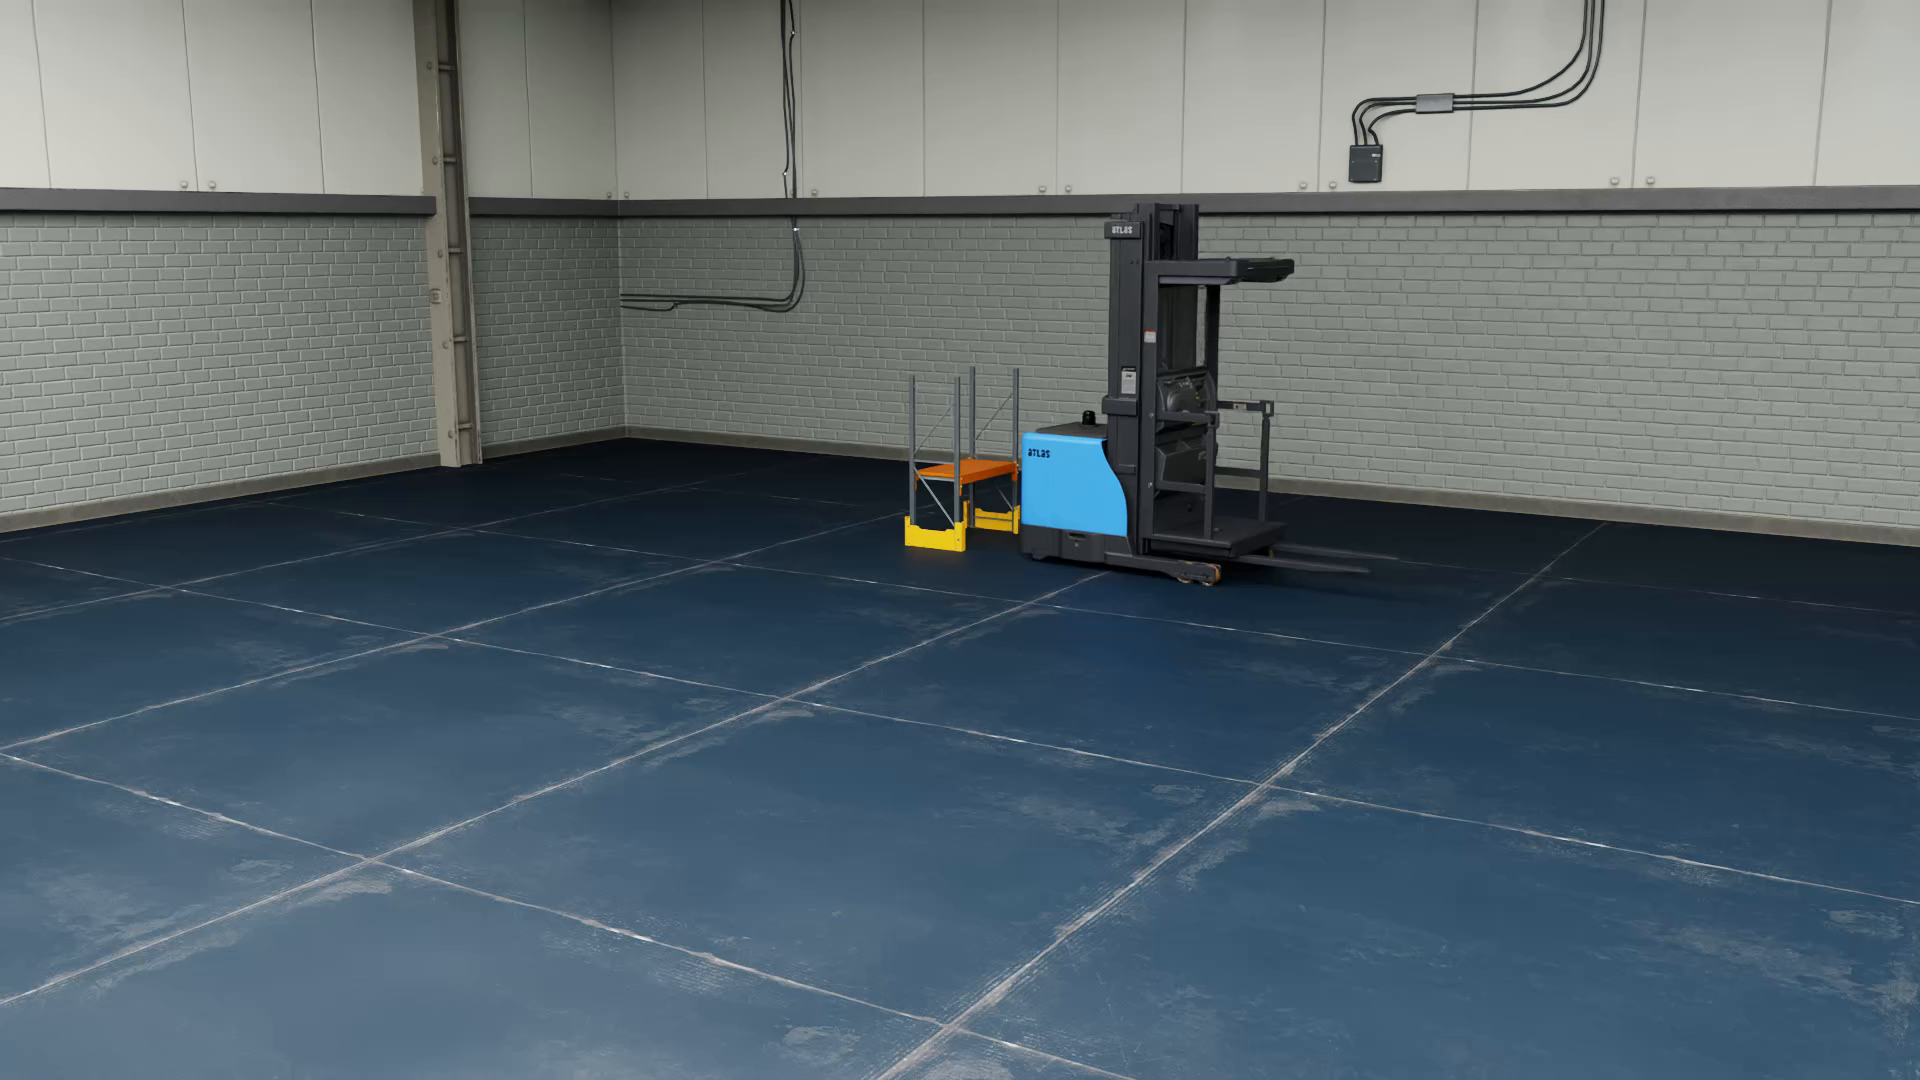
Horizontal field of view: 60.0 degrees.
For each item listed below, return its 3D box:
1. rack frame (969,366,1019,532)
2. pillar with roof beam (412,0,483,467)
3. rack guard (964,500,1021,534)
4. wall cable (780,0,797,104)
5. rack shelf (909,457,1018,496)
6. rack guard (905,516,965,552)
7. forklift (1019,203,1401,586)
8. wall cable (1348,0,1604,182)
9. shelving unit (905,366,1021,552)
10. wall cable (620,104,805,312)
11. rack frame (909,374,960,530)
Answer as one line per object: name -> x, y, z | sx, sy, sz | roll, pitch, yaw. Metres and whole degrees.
rack frame -> 0.308, -0.831, 15.229 | 0.500, 1.500, 0.032 | 6, 12, 31
pillar with roof beam -> -2.216, -4.906, 16.622 | 9.100, 9.000, 0.400 | 6, 12, 31
rack guard -> 0.298, -0.213, 15.328 | 0.587, 0.250, 0.087 | 6, 12, 31
wall cable -> -0.923, -6.352, 19.059 | 3.097, 2.526, 0.112 | 6, 12, 31
rack shelf -> 0.044, -0.574, 14.835 | 0.538, 0.185, 1.000 | 6, 12, 31
rack guard -> -0.219, -0.057, 14.491 | 0.587, 0.250, 0.087 | 6, 12, 31
forklift -> 1.998, -1.194, 13.282 | 3.031, 2.935, 1.130 | 7, 13, 34
wall cable -> 4.870, -6.417, 15.448 | 2.305, 6.003, 0.169 | 6, 12, 31
shelving unit -> 0.040, -0.749, 14.795 | 0.587, 1.500, 1.083 | 6, 12, 31
wall cable -> -3.235, -4.128, 20.905 | 3.097, 2.526, 0.112 | 6, 12, 31
rack frame -> -0.220, -0.671, 14.375 | 0.500, 1.500, 0.032 | 6, 12, 31
